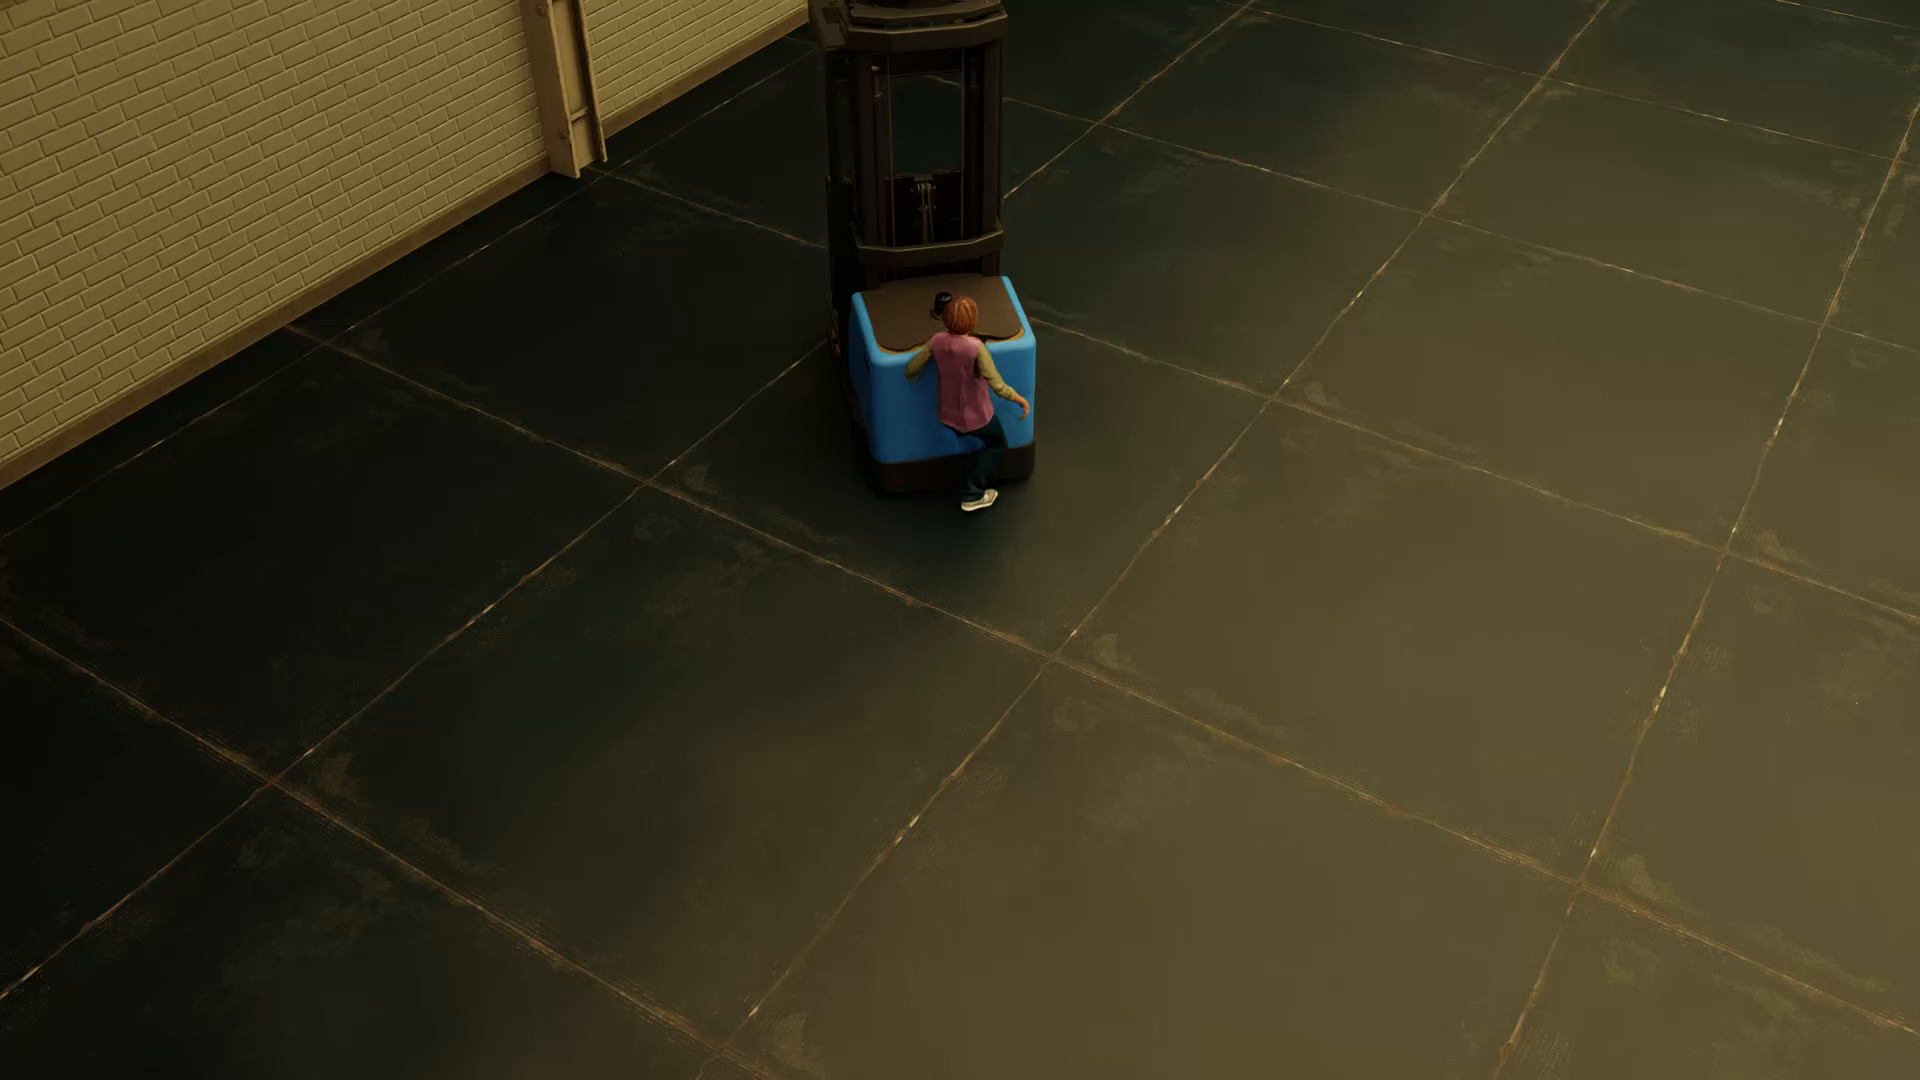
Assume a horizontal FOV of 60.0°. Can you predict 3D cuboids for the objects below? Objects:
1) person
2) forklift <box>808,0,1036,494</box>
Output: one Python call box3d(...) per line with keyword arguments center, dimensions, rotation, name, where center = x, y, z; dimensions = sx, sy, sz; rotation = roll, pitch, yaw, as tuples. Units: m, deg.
box3d(center=(0.133, -0.883, 10.104), dimensions=(0.754, 1.509, 0.737), rotation=(22, 45, 24), name="person")
box3d(center=(-0.328, -2.367, 10.760), dimensions=(1.130, 2.935, 3.031), rotation=(-8, 41, -9), name="forklift")
